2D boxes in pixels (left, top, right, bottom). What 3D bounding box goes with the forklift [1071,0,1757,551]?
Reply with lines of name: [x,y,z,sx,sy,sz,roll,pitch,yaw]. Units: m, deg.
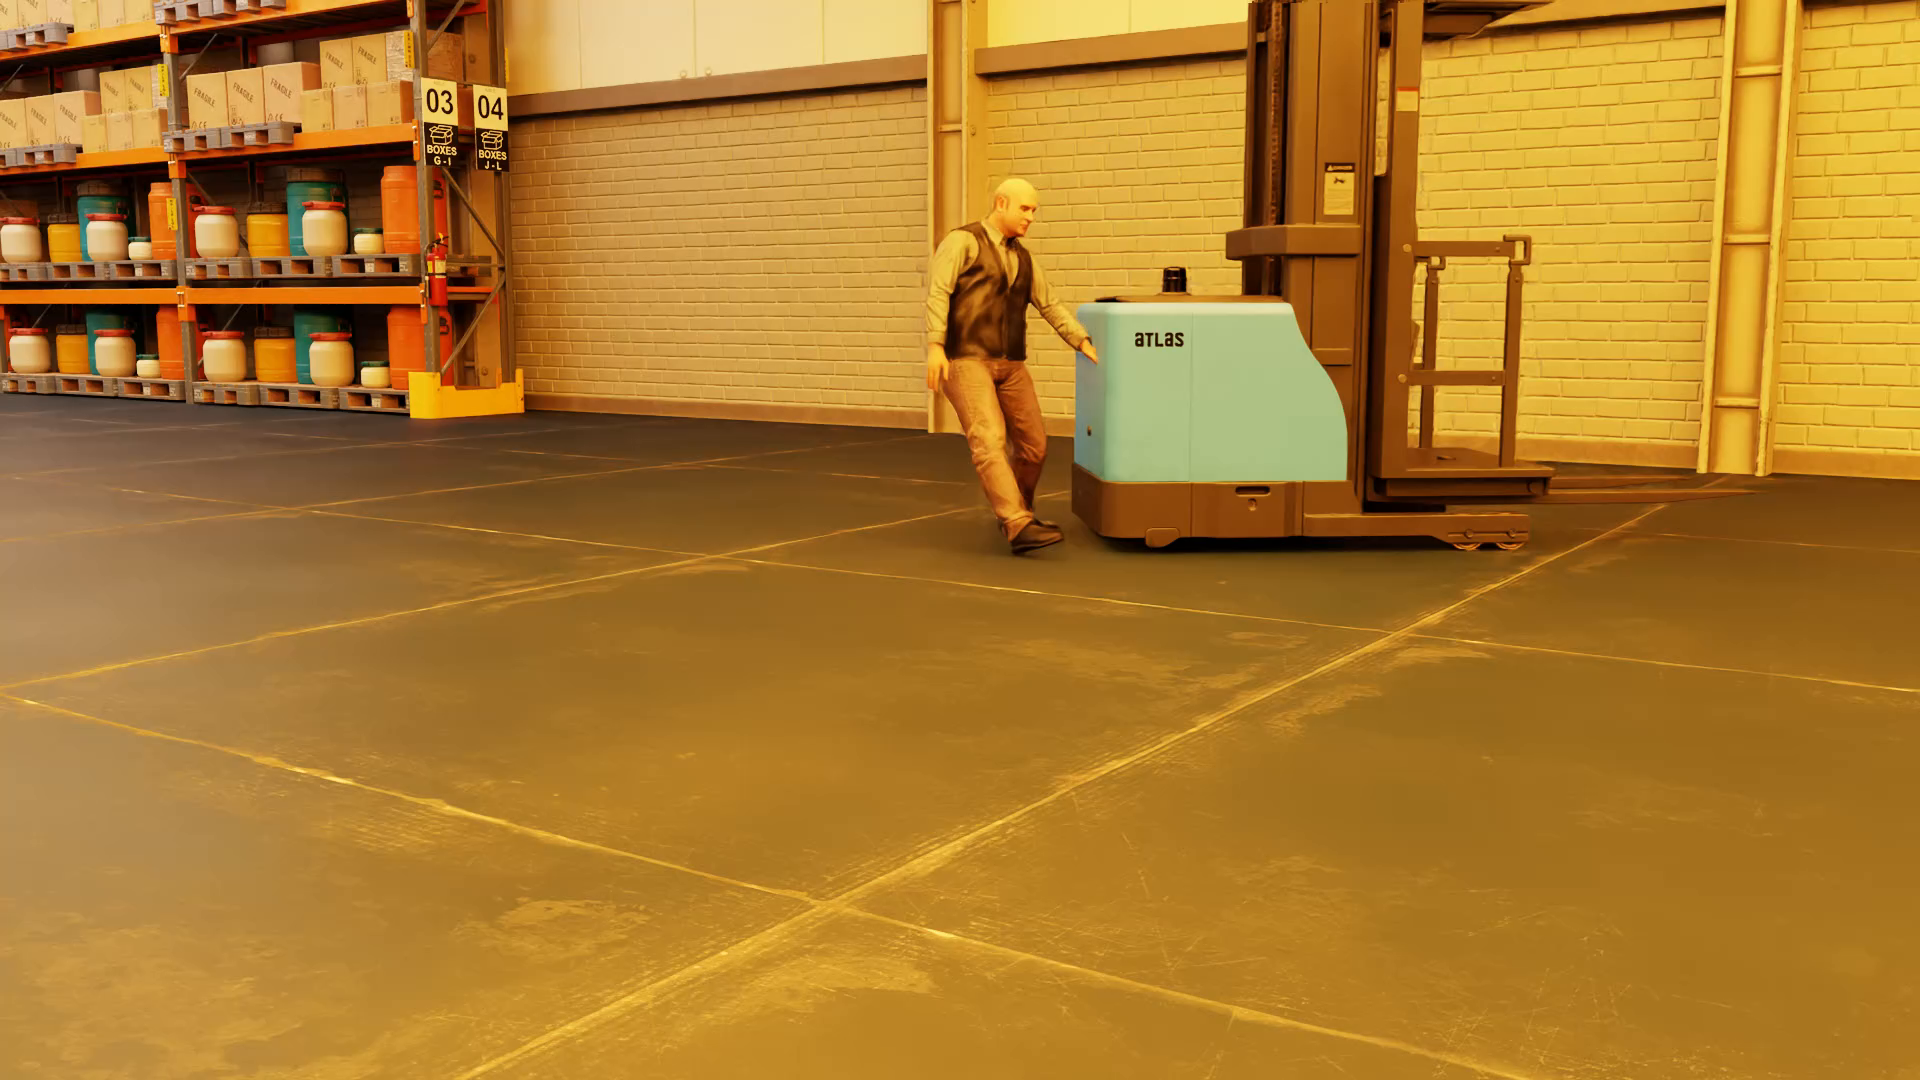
forklift: [2.085,-1.477,7.581,3.031,2.935,1.130,-1,8,-5]

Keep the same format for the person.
person: [0.287,-0.753,7.288,0.810,1.653,0.889,-7,10,-39]
